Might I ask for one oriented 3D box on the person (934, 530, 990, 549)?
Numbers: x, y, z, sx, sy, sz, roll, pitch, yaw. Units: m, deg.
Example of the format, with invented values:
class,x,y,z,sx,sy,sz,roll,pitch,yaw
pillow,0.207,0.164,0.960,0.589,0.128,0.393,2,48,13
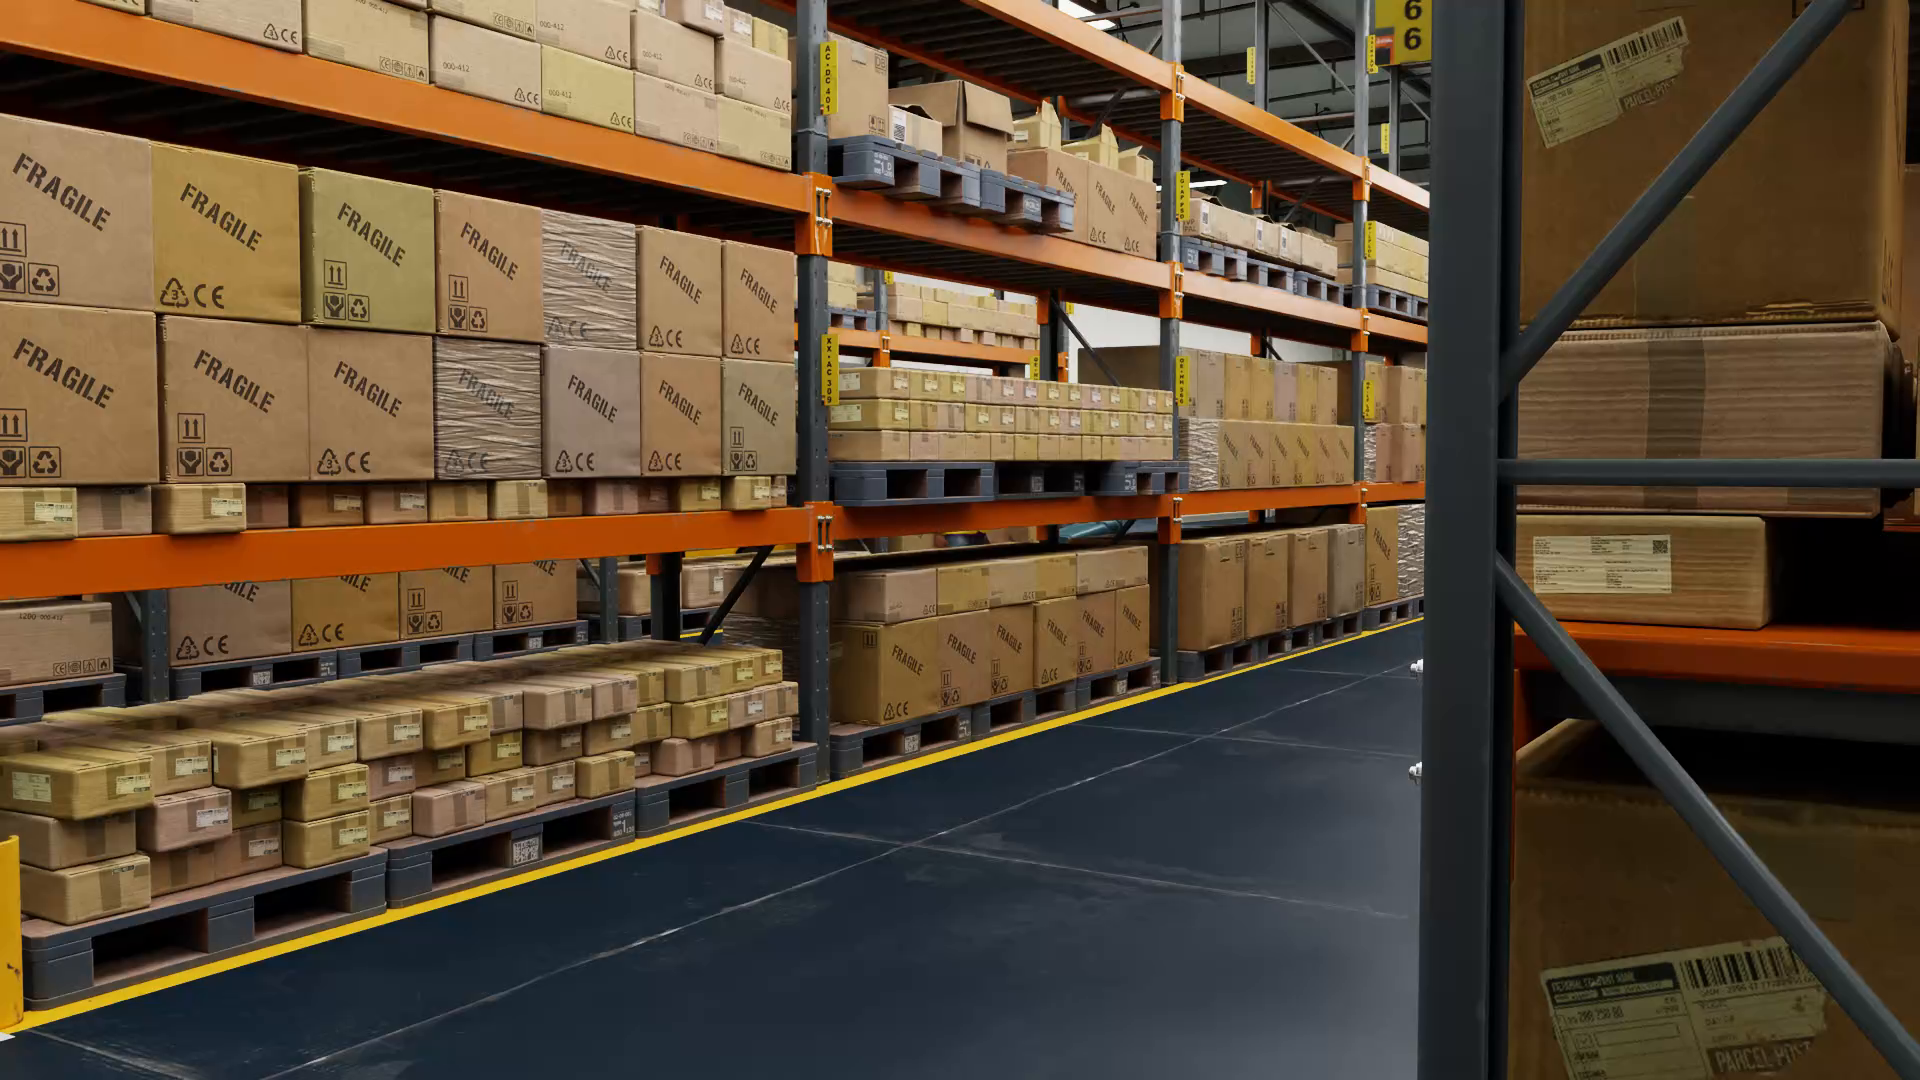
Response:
class,x,y,z,sx,sy,sz,roll,pitch,yaw
person,0.077,-0.024,13.478,0.570,1.774,0.600,2,3,37
